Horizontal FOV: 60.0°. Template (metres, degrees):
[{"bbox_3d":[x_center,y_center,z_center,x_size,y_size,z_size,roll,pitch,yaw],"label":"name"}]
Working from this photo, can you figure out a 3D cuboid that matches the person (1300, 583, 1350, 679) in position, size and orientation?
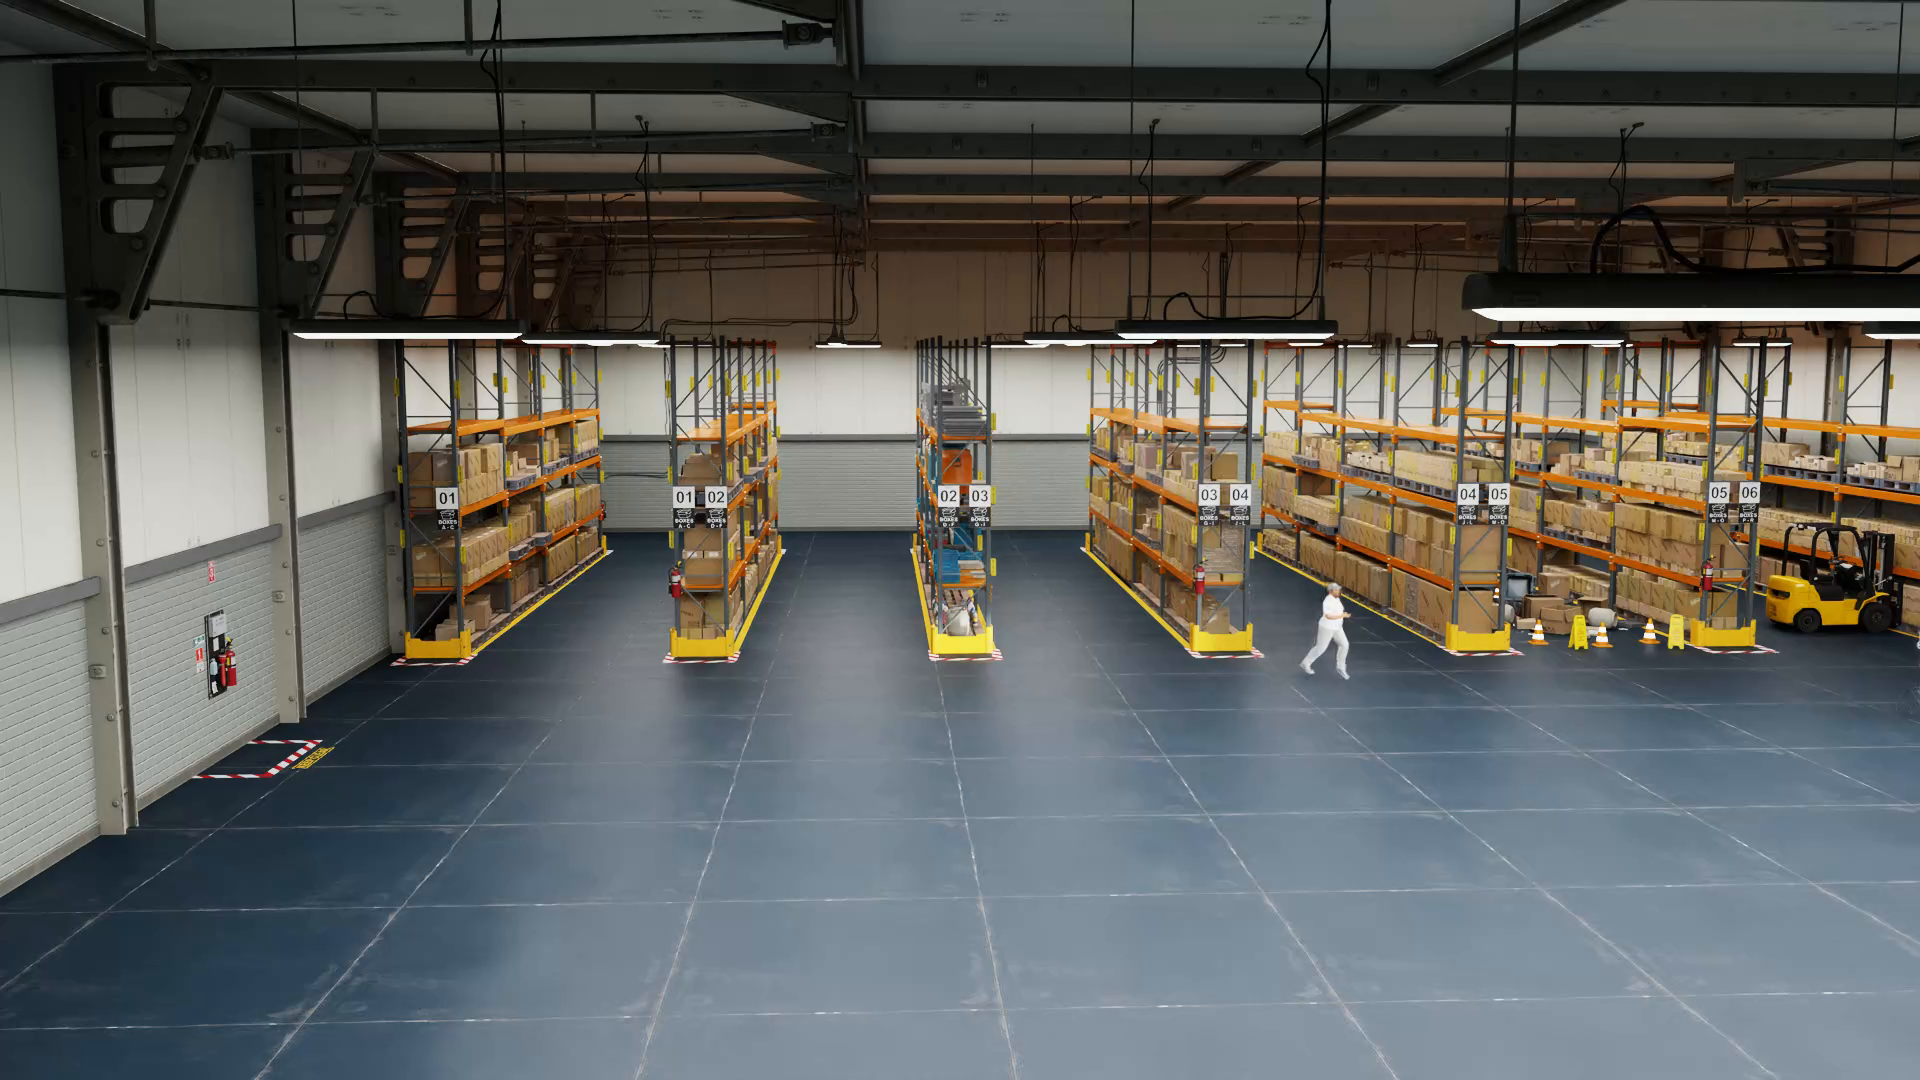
[{"bbox_3d":[6.469,1.595,29.252,0.882,1.706,0.611,5,8,37],"label":"person"}]
